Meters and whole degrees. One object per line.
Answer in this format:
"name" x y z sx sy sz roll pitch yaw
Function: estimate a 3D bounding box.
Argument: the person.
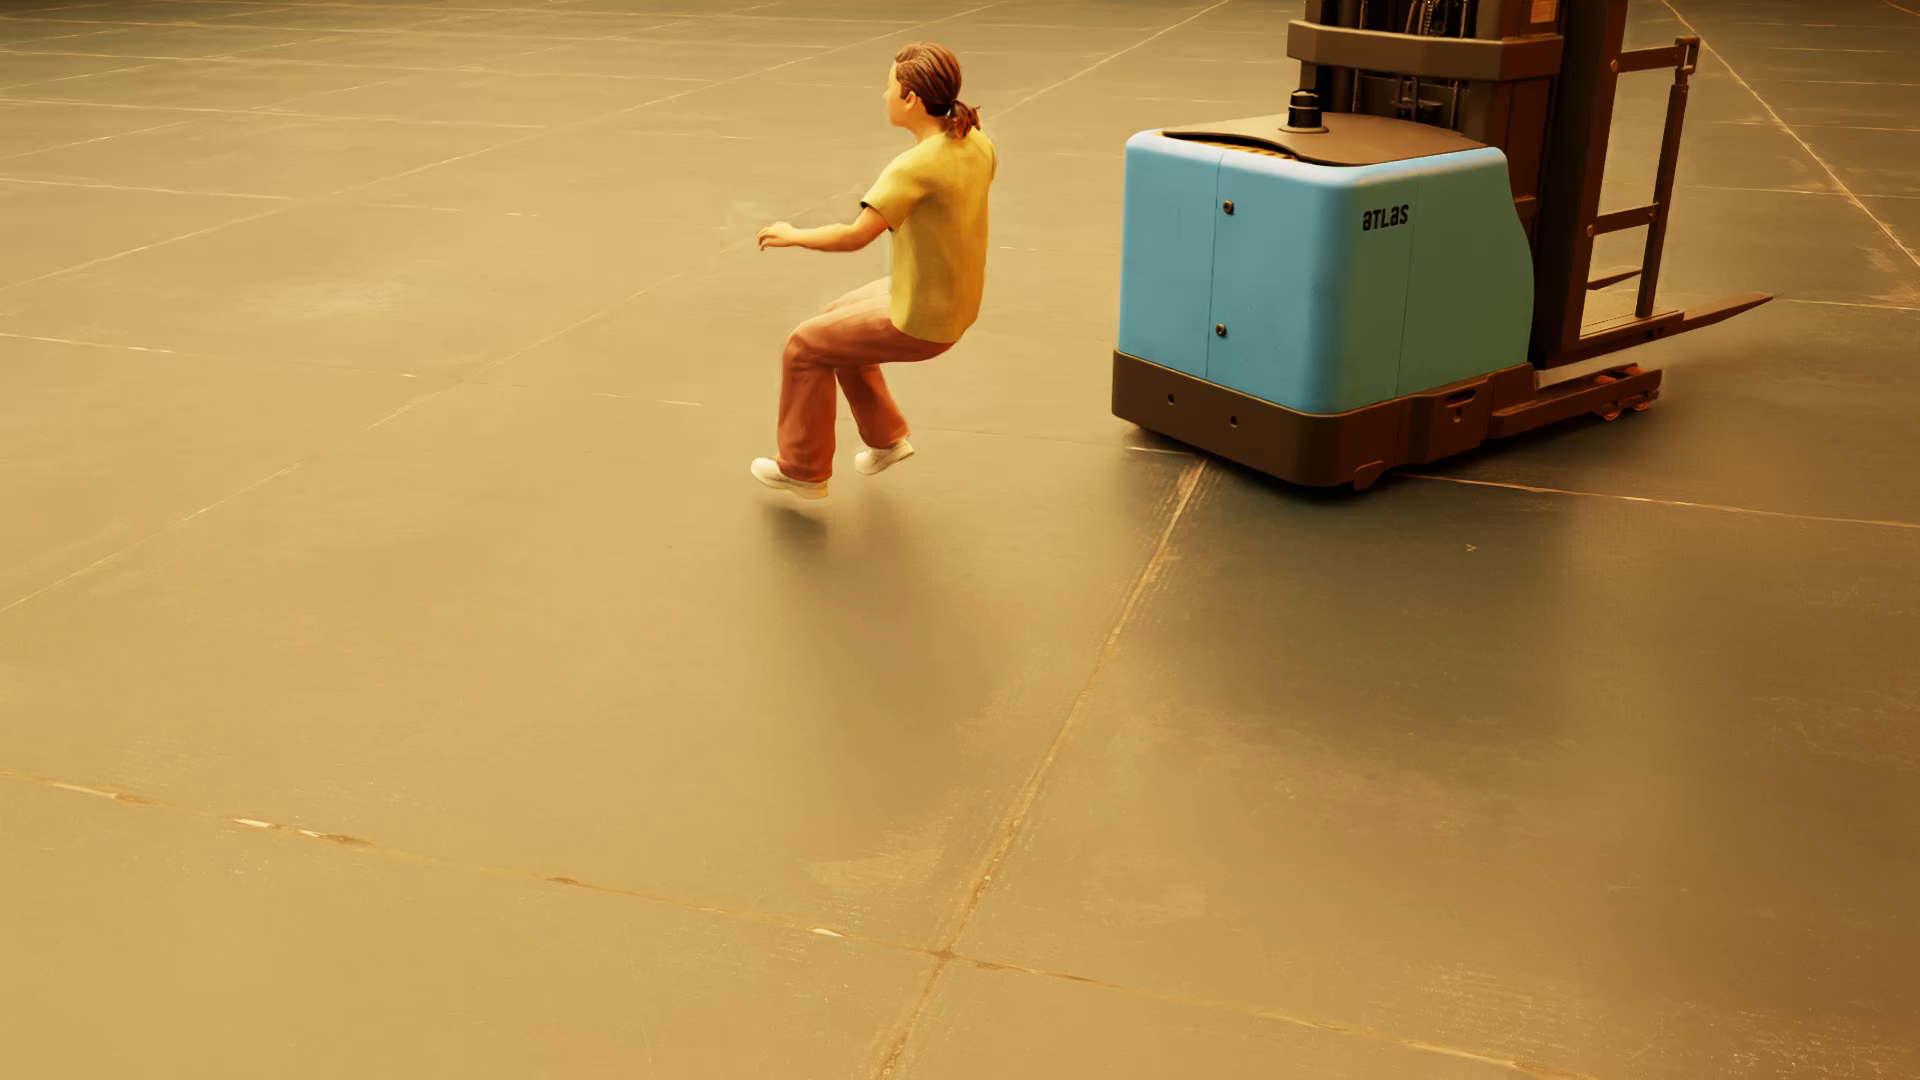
"person" -0.307 -0.777 5.045 0.836 1.436 0.800 7 24 17

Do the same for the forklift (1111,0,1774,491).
"forklift" 2.038 -1.945 5.992 3.031 2.935 1.130 -16 27 -33
